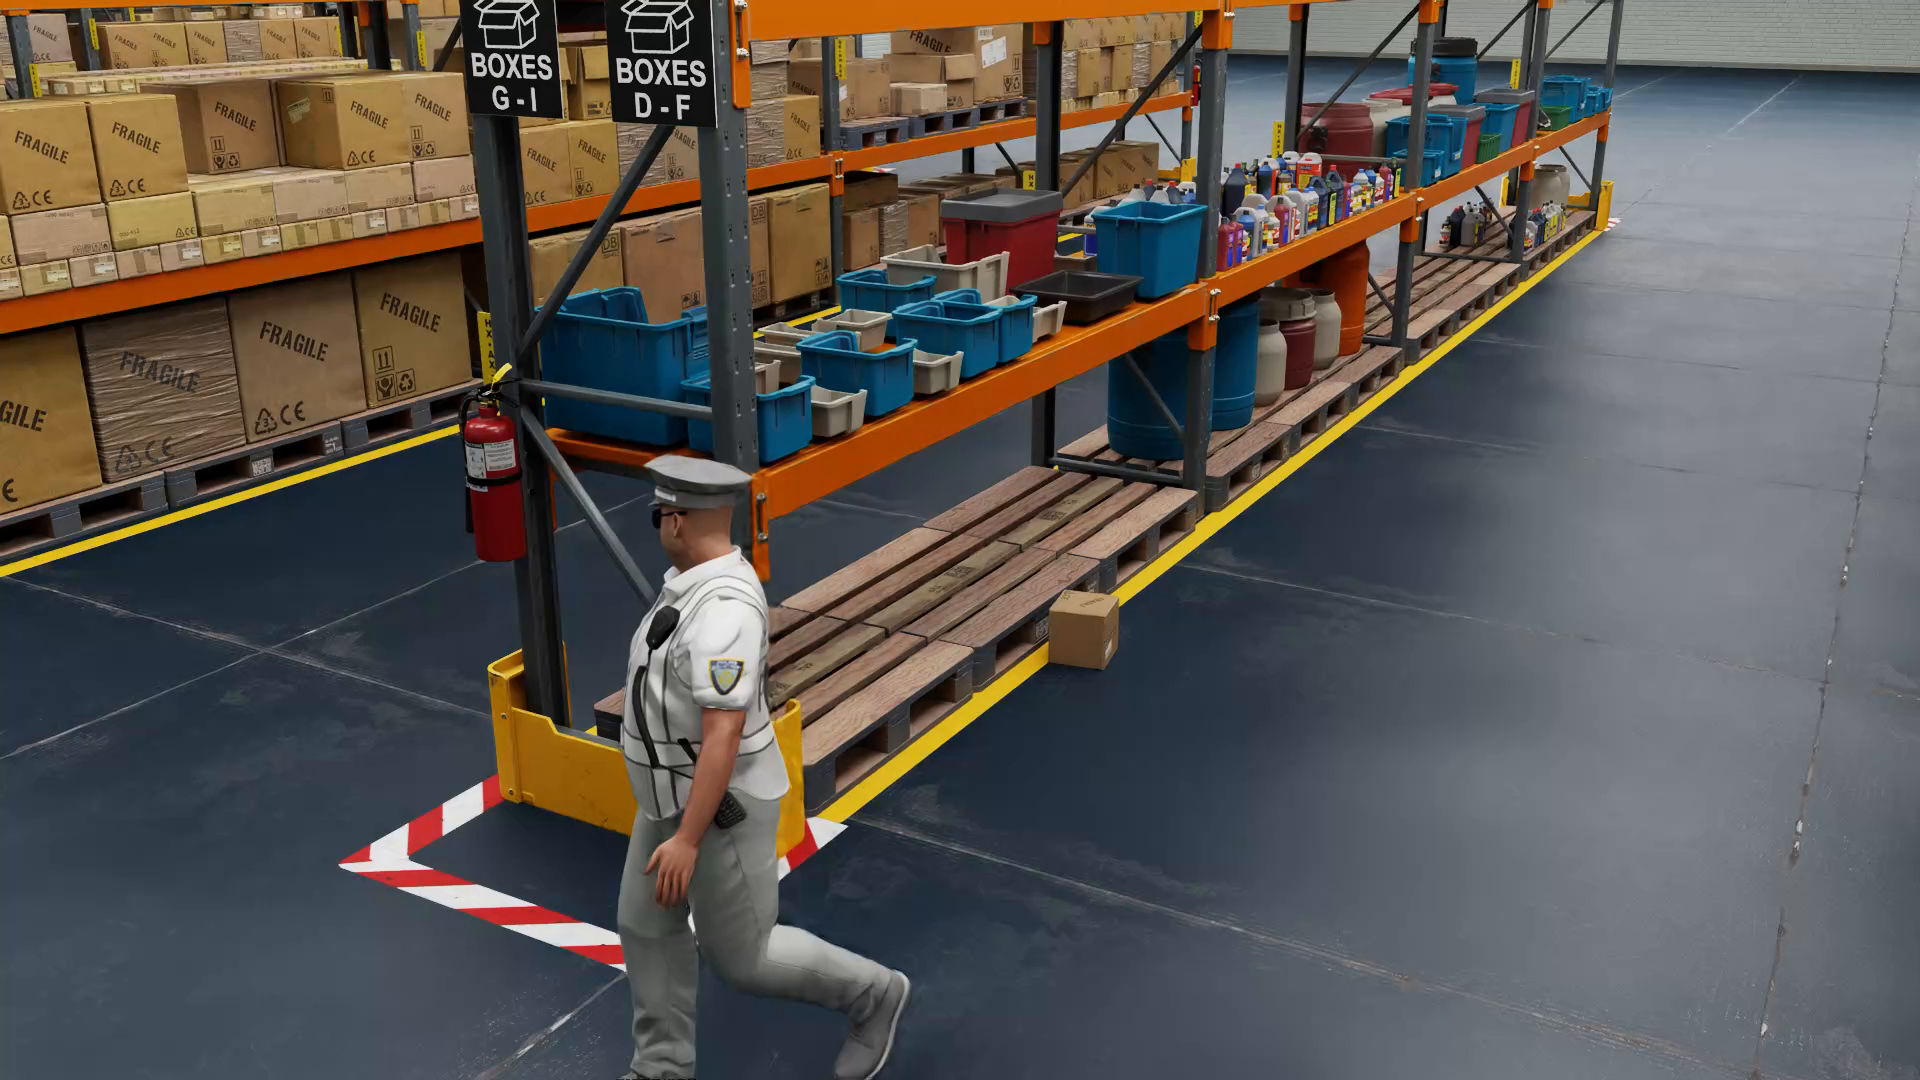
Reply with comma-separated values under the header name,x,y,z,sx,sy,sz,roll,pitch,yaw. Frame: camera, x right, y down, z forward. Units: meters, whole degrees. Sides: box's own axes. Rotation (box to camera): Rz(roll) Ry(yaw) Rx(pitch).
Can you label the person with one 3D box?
name,x,y,z,sx,sy,sz,roll,pitch,yaw
person,-0.598,0.644,4.209,0.910,1.704,0.612,-8,21,-22
